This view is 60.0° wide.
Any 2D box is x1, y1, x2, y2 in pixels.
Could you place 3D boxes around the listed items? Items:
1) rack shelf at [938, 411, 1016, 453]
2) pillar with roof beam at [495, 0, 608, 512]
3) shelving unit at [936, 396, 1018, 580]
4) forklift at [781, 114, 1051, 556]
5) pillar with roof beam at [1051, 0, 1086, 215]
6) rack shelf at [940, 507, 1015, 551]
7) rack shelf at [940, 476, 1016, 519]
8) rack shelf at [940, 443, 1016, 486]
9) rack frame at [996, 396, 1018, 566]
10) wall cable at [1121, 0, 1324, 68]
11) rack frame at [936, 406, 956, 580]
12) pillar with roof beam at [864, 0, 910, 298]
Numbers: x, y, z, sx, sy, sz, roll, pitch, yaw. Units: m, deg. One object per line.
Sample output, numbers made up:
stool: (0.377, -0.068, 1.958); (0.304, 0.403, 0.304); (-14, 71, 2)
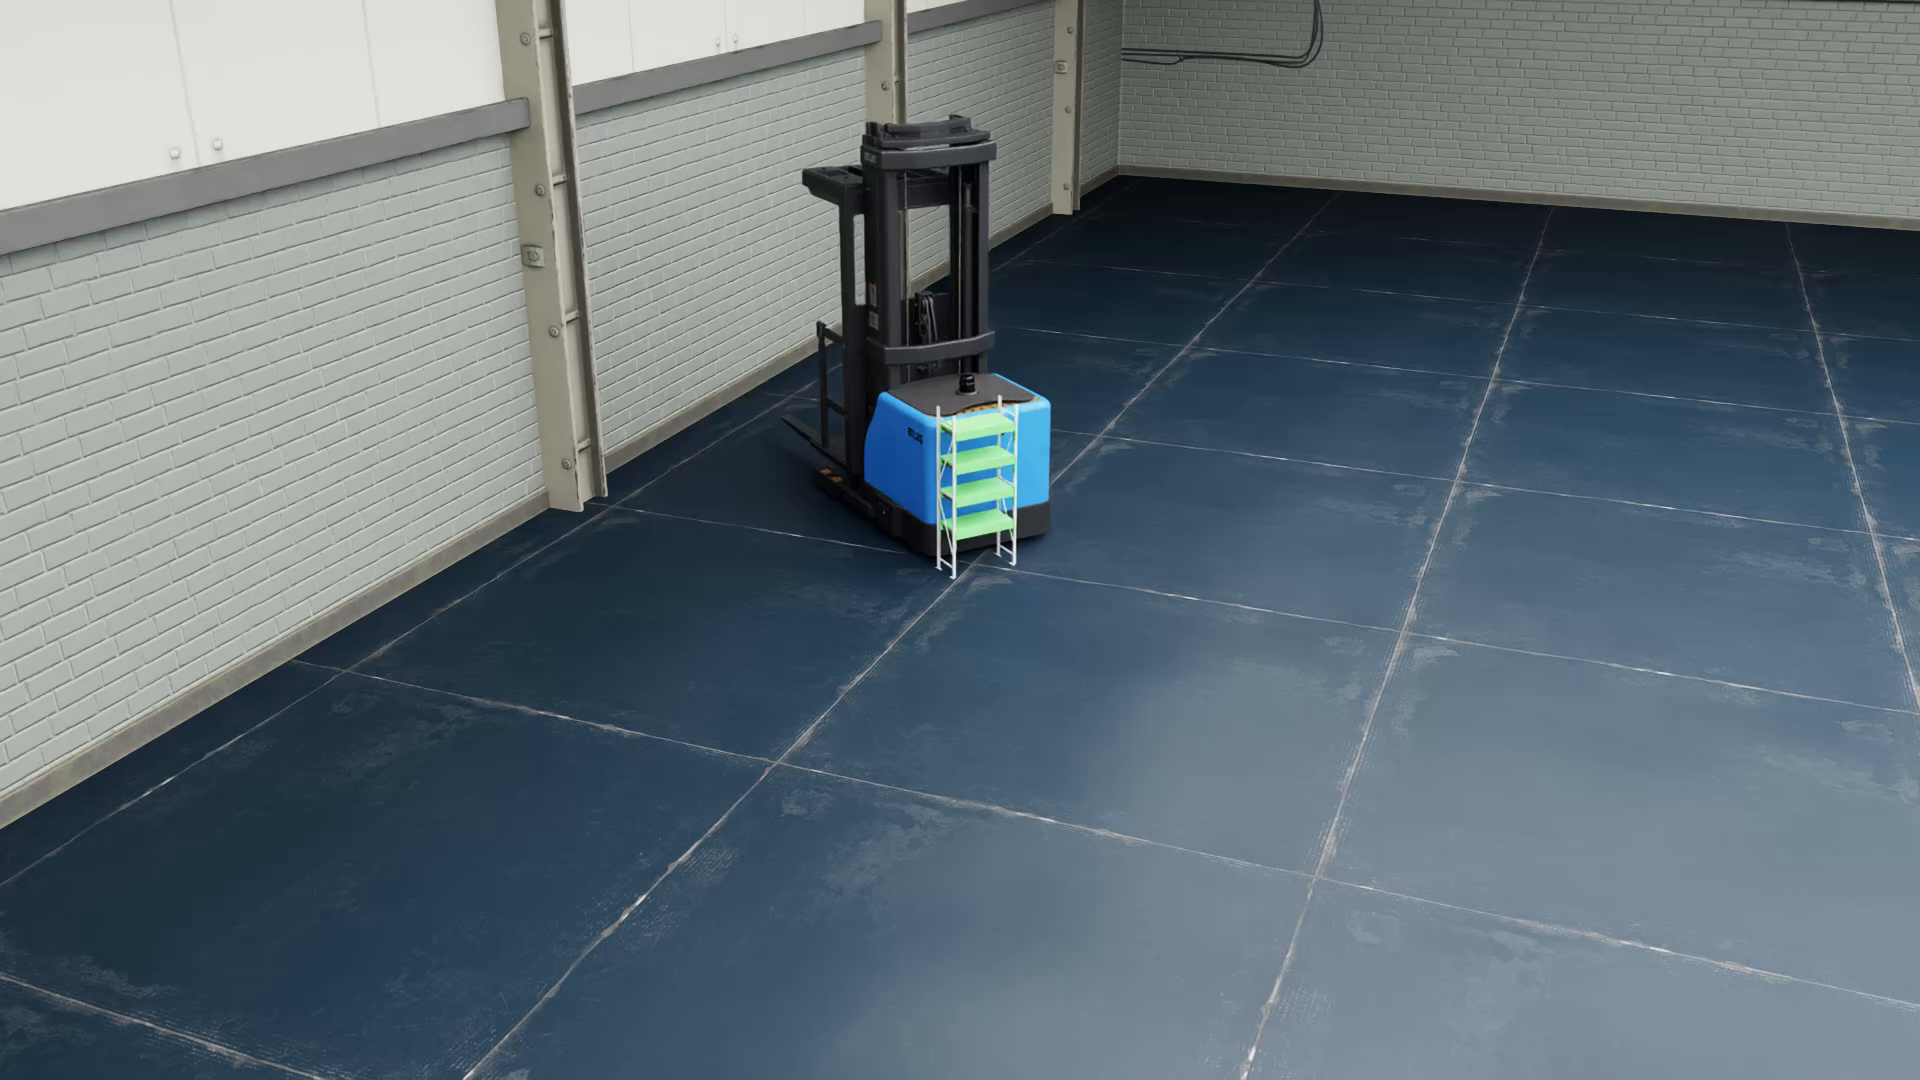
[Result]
rack shelf: (0.117, -0.745, 11.397); (0.480, 0.148, 0.258); (-12, 26, -27)
pillar with roof beam: (1.011, -3.842, 9.772); (9.100, 9.000, 0.400); (9, 24, 20)
shelving unit: (0.116, -0.361, 11.558); (0.503, 1.200, 0.258); (-12, 26, -27)
forklift: (-0.498, -1.762, 12.666); (1.130, 2.935, 3.031); (-12, 26, -27)
pillar with roof beam: (5.468, -8.136, 20.052); (9.100, 9.000, 0.400); (9, 24, 20)
rack shelf: (0.116, -0.081, 11.675); (0.480, 0.148, 0.258); (-12, 26, -27)
rack shelf: (0.116, -0.302, 11.582); (0.480, 0.148, 0.258); (-12, 26, -27)
rack shelf: (0.117, -0.524, 11.490); (0.480, 0.148, 0.258); (-12, 26, -27)
rack frame: (0.329, -0.407, 11.668); (0.015, 1.200, 0.240); (-12, 26, -27)
wall cable: (3.793, -8.184, 24.197); (3.097, 2.526, 0.112); (9, 24, 20)
rack frame: (-0.096, -0.315, 11.447); (0.015, 1.200, 0.240); (-12, 26, -27)
pillar with roof beam: (3.240, -5.989, 14.912); (9.100, 9.000, 0.400); (9, 24, 20)
